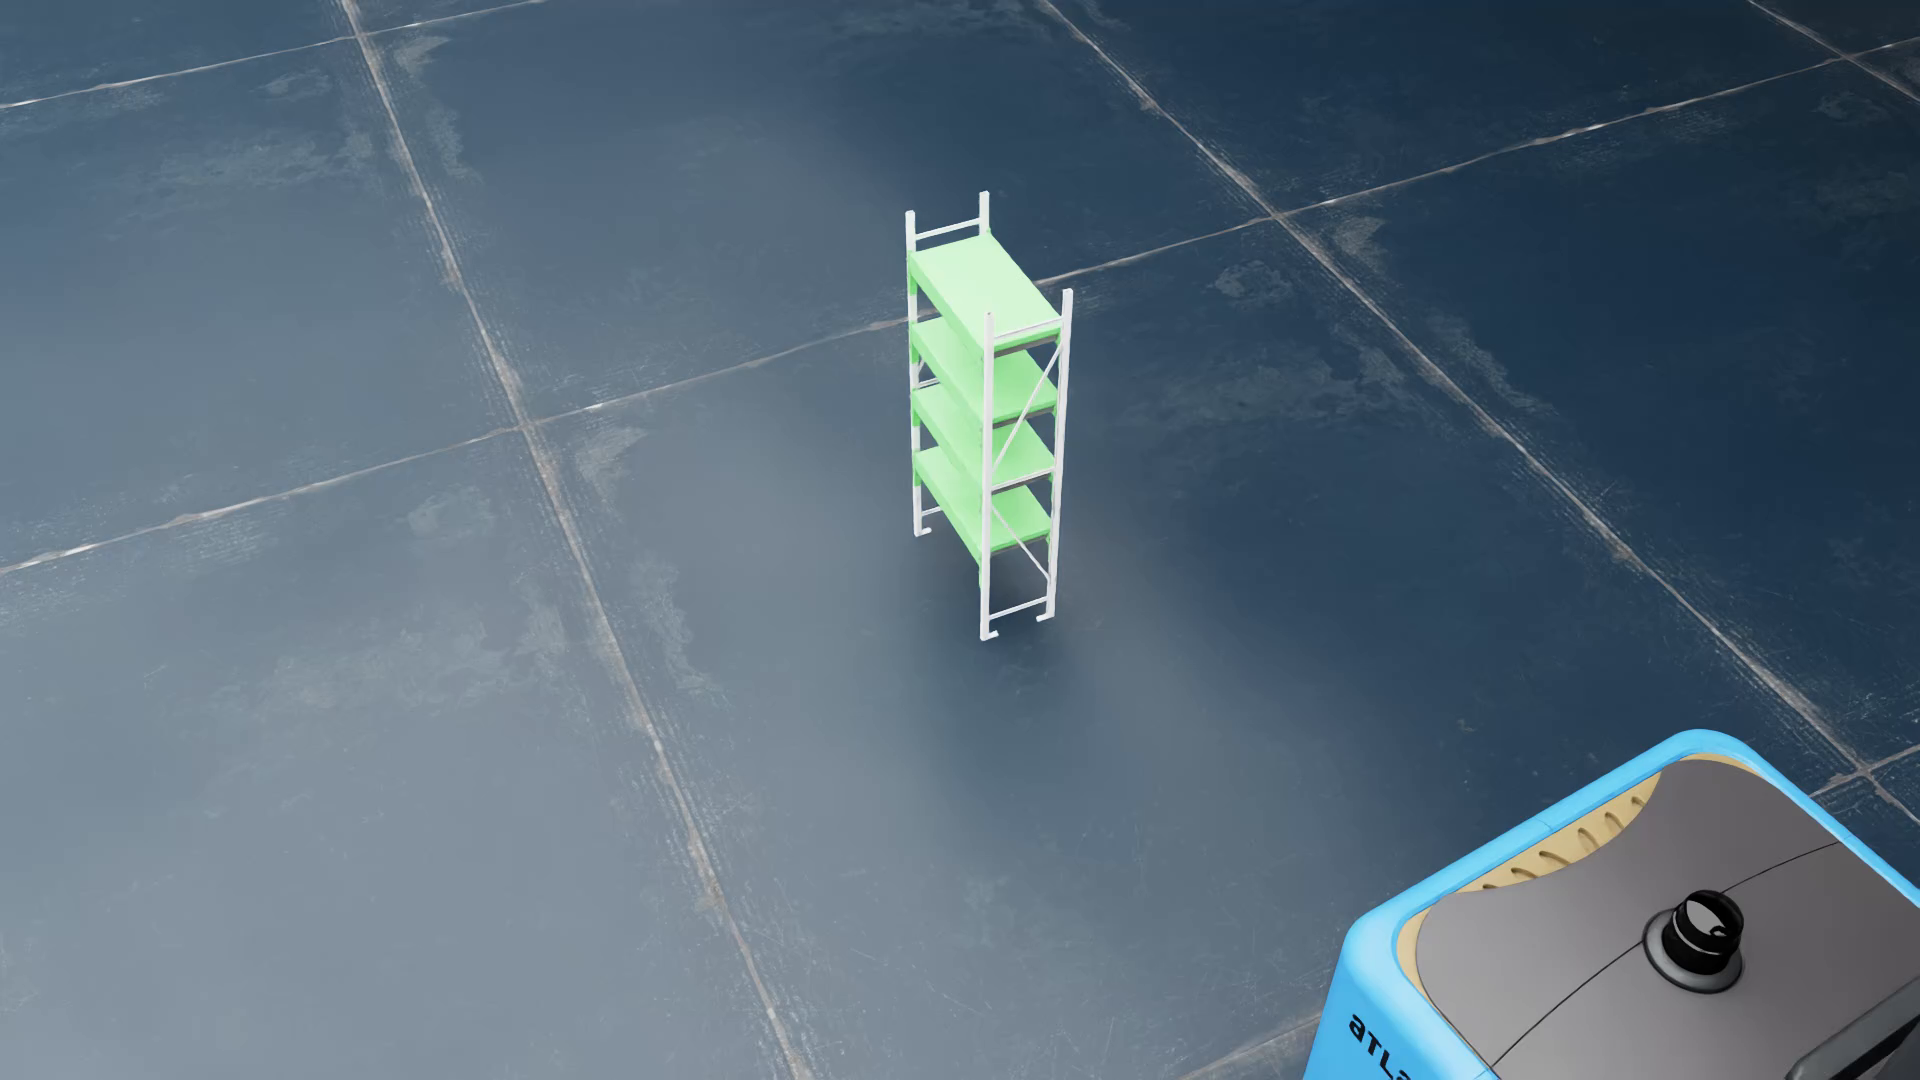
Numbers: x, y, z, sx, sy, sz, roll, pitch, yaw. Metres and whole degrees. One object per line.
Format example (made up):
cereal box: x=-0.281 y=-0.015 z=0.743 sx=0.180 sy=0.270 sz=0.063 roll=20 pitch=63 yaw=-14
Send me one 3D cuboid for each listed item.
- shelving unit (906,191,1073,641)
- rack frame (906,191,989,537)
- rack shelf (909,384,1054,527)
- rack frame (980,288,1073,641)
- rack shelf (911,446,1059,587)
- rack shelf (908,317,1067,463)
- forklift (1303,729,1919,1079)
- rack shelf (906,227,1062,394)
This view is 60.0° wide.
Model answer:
shelving unit: x=0.070 y=-0.322 z=4.722 sx=0.258 sy=1.200 sz=0.503 roll=-18 pitch=47 yaw=-17
rack frame: x=-0.033 y=-0.477 z=4.879 sx=0.240 sy=1.200 sz=0.015 roll=-18 pitch=47 yaw=-17
rack shelf: x=0.070 y=-0.276 z=4.767 sx=0.258 sy=0.148 sz=0.480 roll=-18 pitch=47 yaw=-17
rack frame: x=0.172 y=-0.166 z=4.564 sx=0.240 sy=1.200 sz=0.015 roll=-18 pitch=47 yaw=-17
rack shelf: x=0.070 y=-0.105 z=4.935 sx=0.258 sy=0.148 sz=0.480 roll=-18 pitch=47 yaw=-17
rack shelf: x=0.070 y=-0.447 z=4.598 sx=0.258 sy=0.148 sz=0.480 roll=-18 pitch=47 yaw=-17
forklift: x=1.871 y=1.142 z=2.006 sx=1.130 sy=2.935 sz=3.031 roll=-23 pitch=49 yaw=-22
rack shelf: x=0.070 y=-0.618 z=4.429 sx=0.258 sy=0.148 sz=0.480 roll=-18 pitch=47 yaw=-17
